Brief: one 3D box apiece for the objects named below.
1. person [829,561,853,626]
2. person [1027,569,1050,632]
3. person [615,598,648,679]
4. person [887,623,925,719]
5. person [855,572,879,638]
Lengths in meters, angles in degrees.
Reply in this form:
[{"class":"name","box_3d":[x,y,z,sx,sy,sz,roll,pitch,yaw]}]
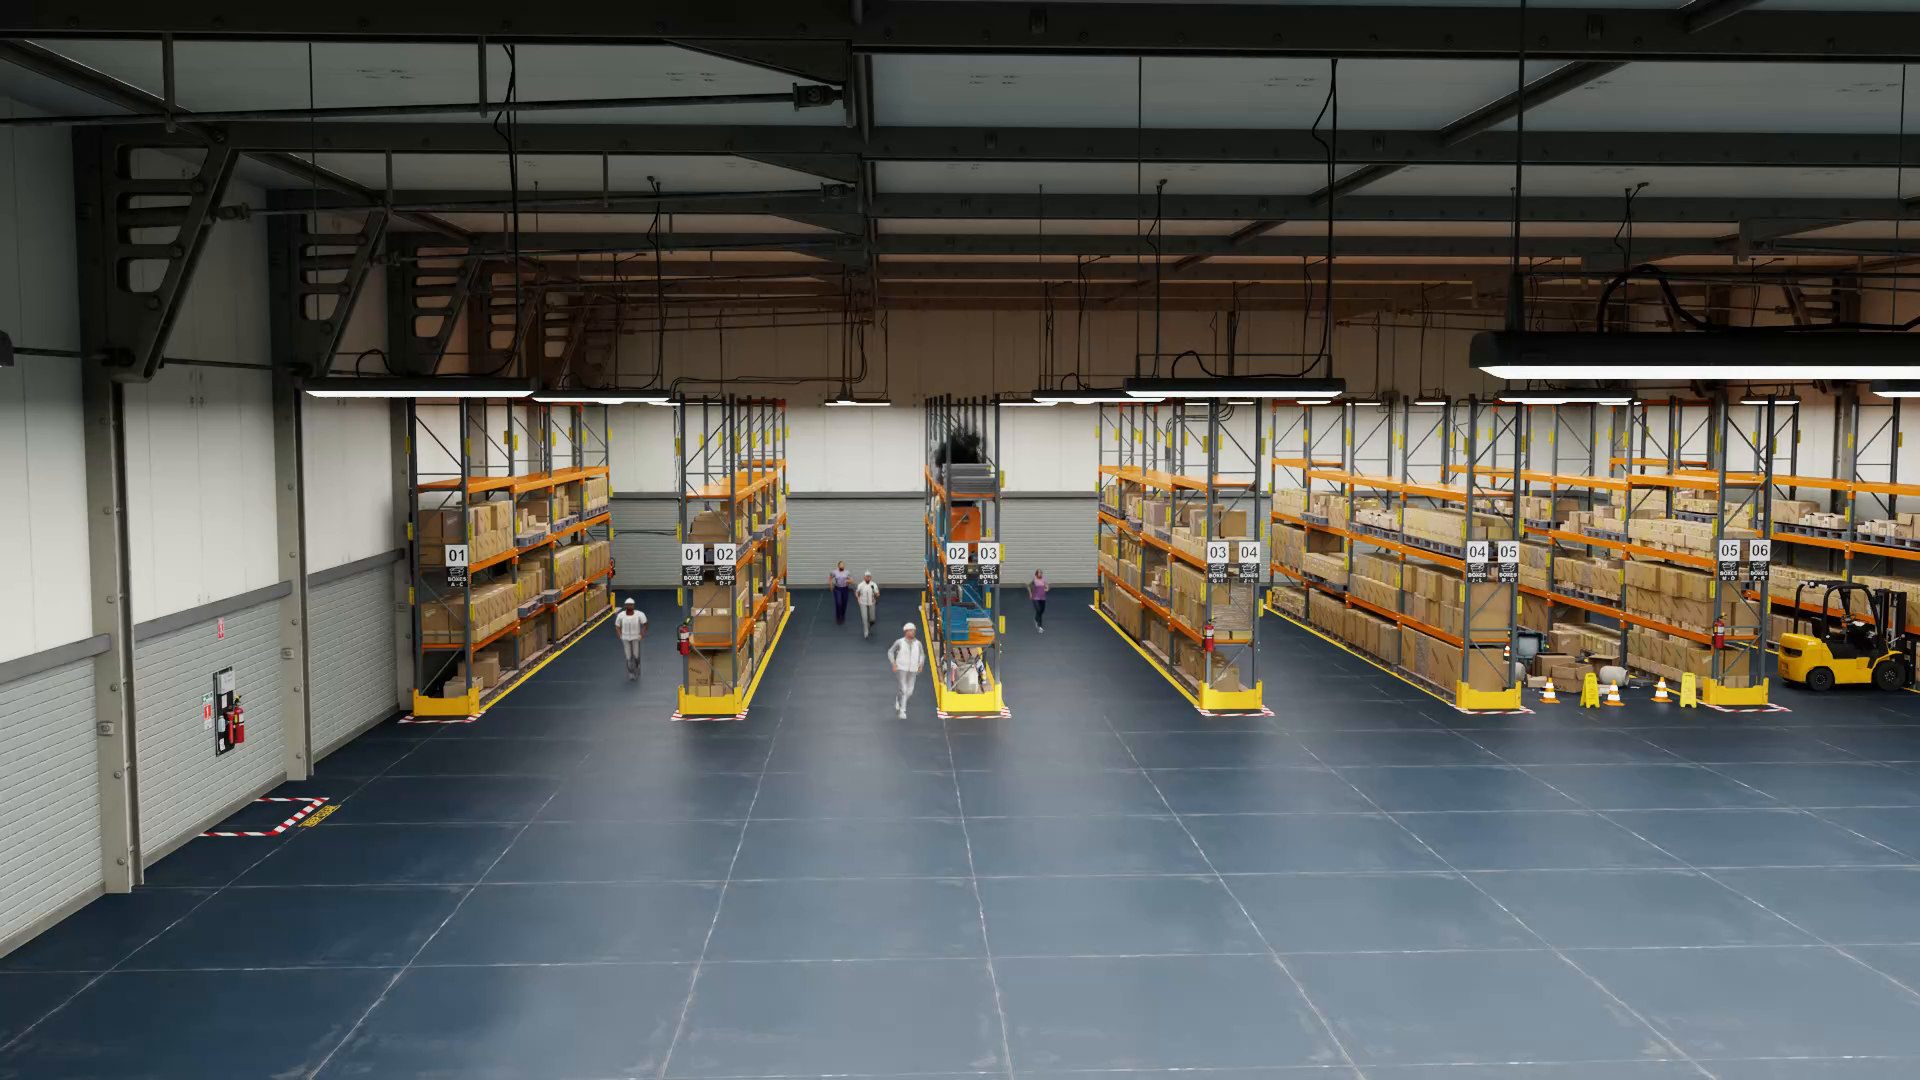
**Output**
[{"class":"person","box_3d":[-3.161,1.405,44.277,0.583,1.708,0.758,-1,5,-17]},{"class":"person","box_3d":[2.025,1.535,42.680,0.537,1.585,0.893,-1,5,-16]},{"class":"person","box_3d":[-6.935,2.087,35.050,0.674,1.721,0.569,0,5,-5]},{"class":"person","box_3d":[-0.996,2.419,31.030,0.703,1.741,0.658,-2,5,-21]},{"class":"person","box_3d":[-2.329,1.616,41.727,0.615,1.624,0.727,0,5,-6]}]
